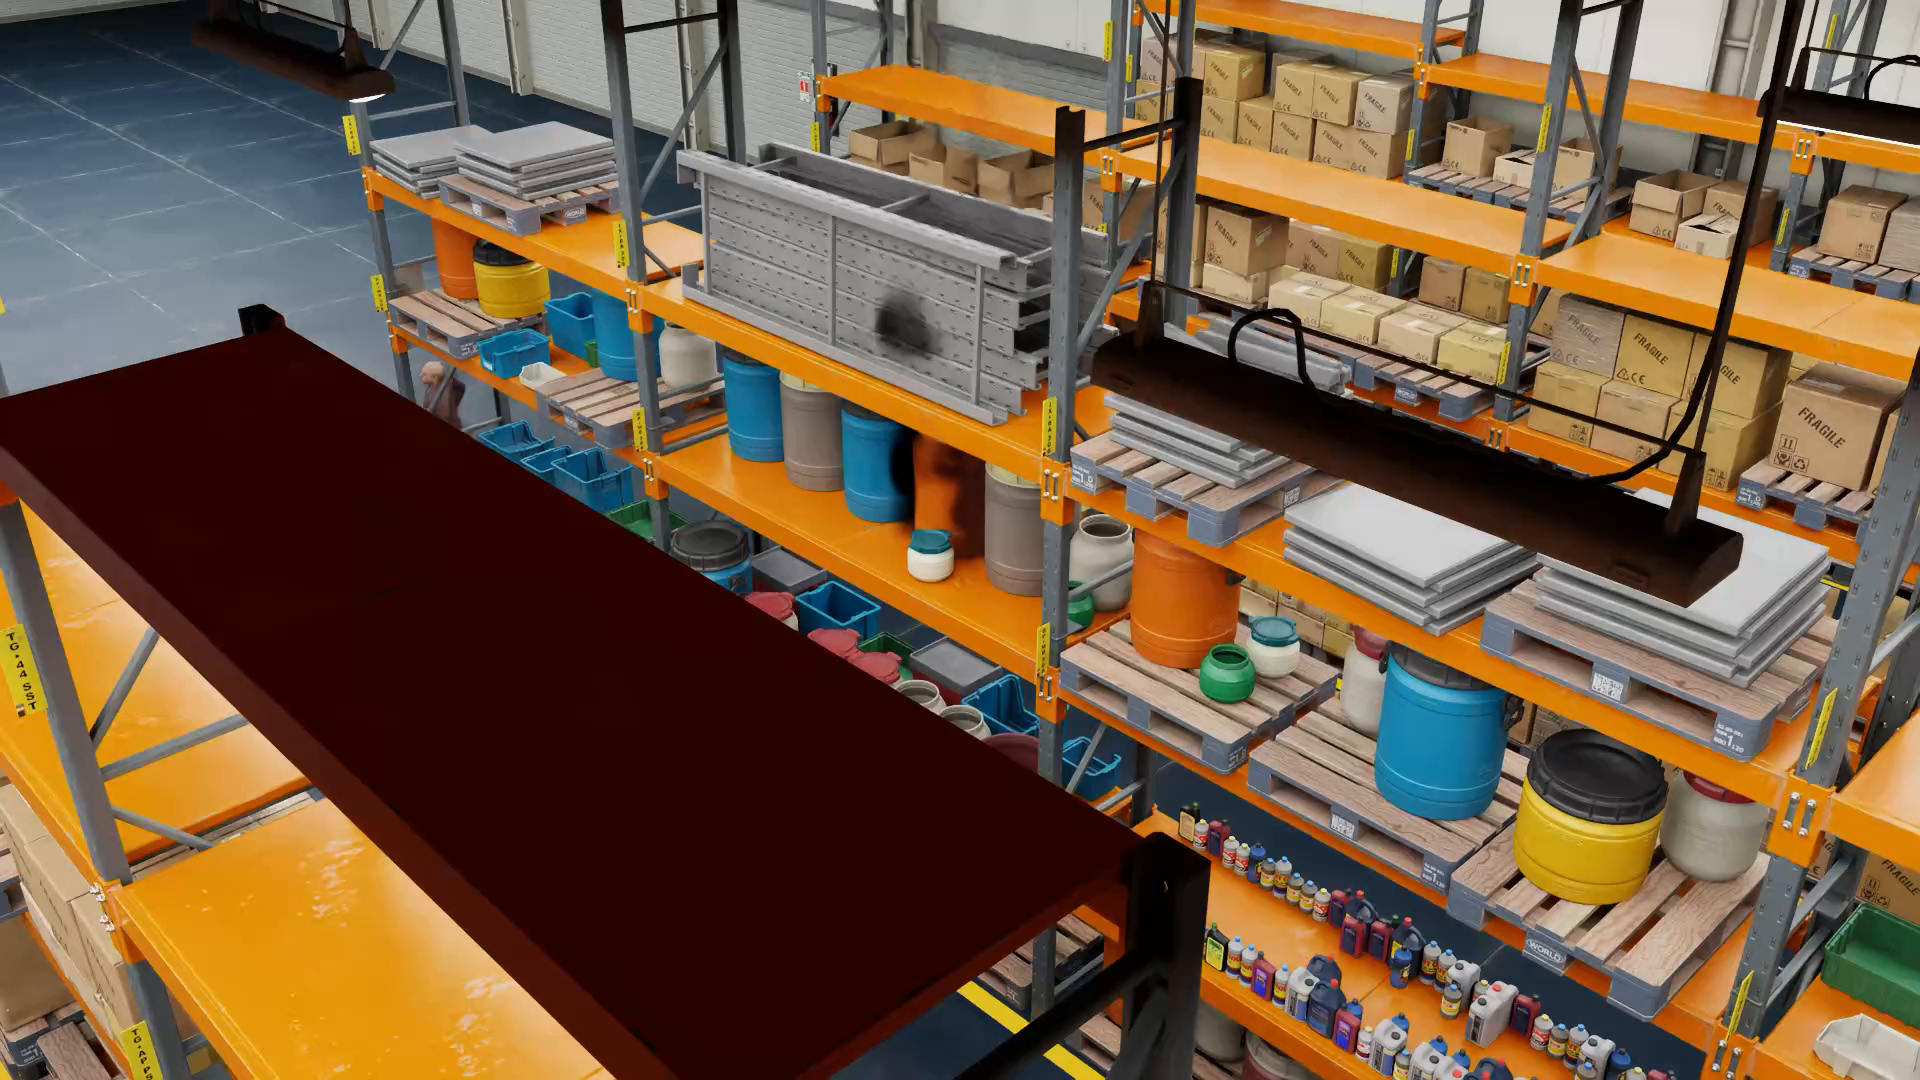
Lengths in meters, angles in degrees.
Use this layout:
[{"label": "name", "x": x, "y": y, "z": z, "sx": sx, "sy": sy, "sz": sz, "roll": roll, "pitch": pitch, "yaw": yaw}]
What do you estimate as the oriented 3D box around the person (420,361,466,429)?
[{"label": "person", "x": -5.257, "y": -1.037, "z": 17.040, "sx": 0.590, "sy": 1.669, "sz": 0.759, "roll": -6, "pitch": 29, "yaw": -11}]
